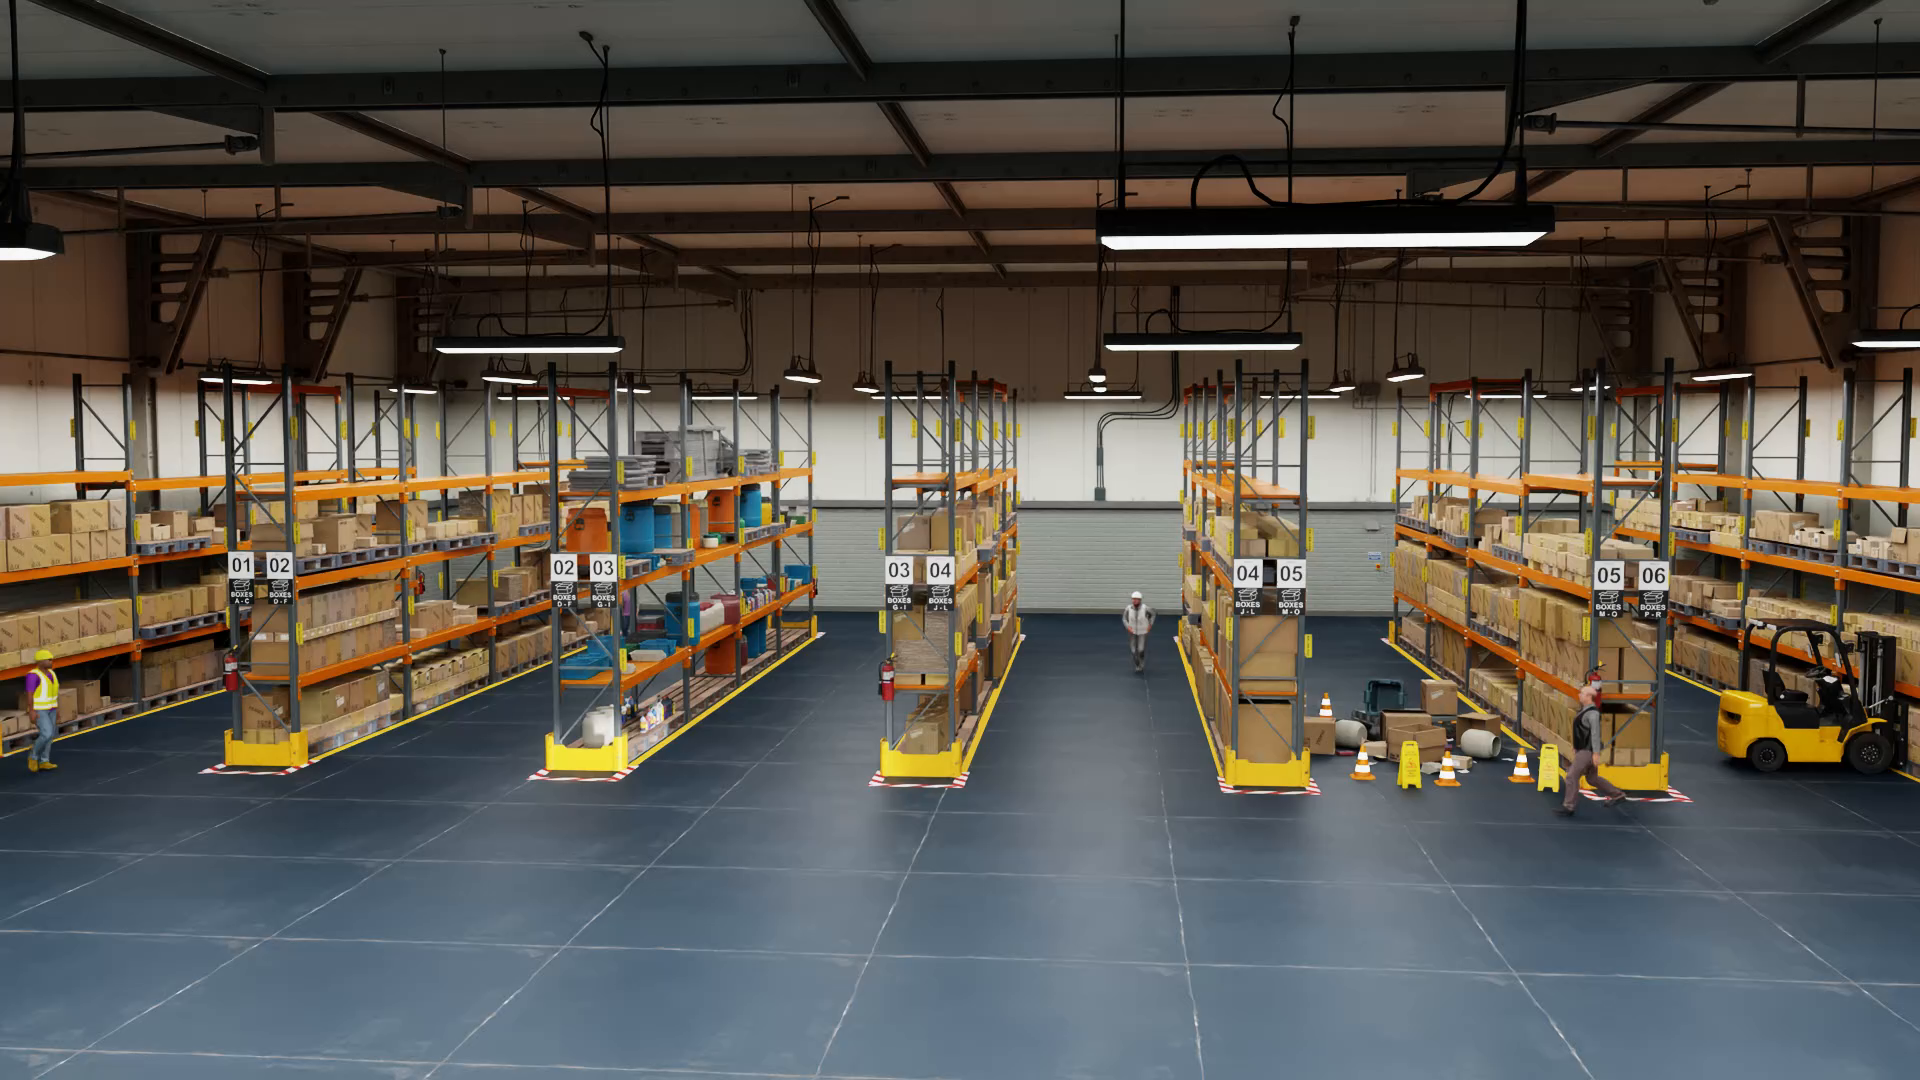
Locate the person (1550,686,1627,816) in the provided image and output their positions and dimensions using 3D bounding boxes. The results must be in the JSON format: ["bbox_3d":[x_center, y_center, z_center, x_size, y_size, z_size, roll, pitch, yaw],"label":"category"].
[{"bbox_3d":[8.187,2.738,21.603,0.999,1.683,0.542,1,4,8],"label":"person"}]

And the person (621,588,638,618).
[{"bbox_3d":[-7.525,1.716,37.897,0.431,1.539,0.969,0,4,4],"label":"person"}]

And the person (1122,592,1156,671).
[{"bbox_3d":[3.714,1.895,34.458,0.693,1.685,0.695,1,4,15],"label":"person"}]

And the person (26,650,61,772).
[{"bbox_3d":[-13.456,2.498,24.433,0.447,1.767,0.607,1,4,8],"label":"person"}]
